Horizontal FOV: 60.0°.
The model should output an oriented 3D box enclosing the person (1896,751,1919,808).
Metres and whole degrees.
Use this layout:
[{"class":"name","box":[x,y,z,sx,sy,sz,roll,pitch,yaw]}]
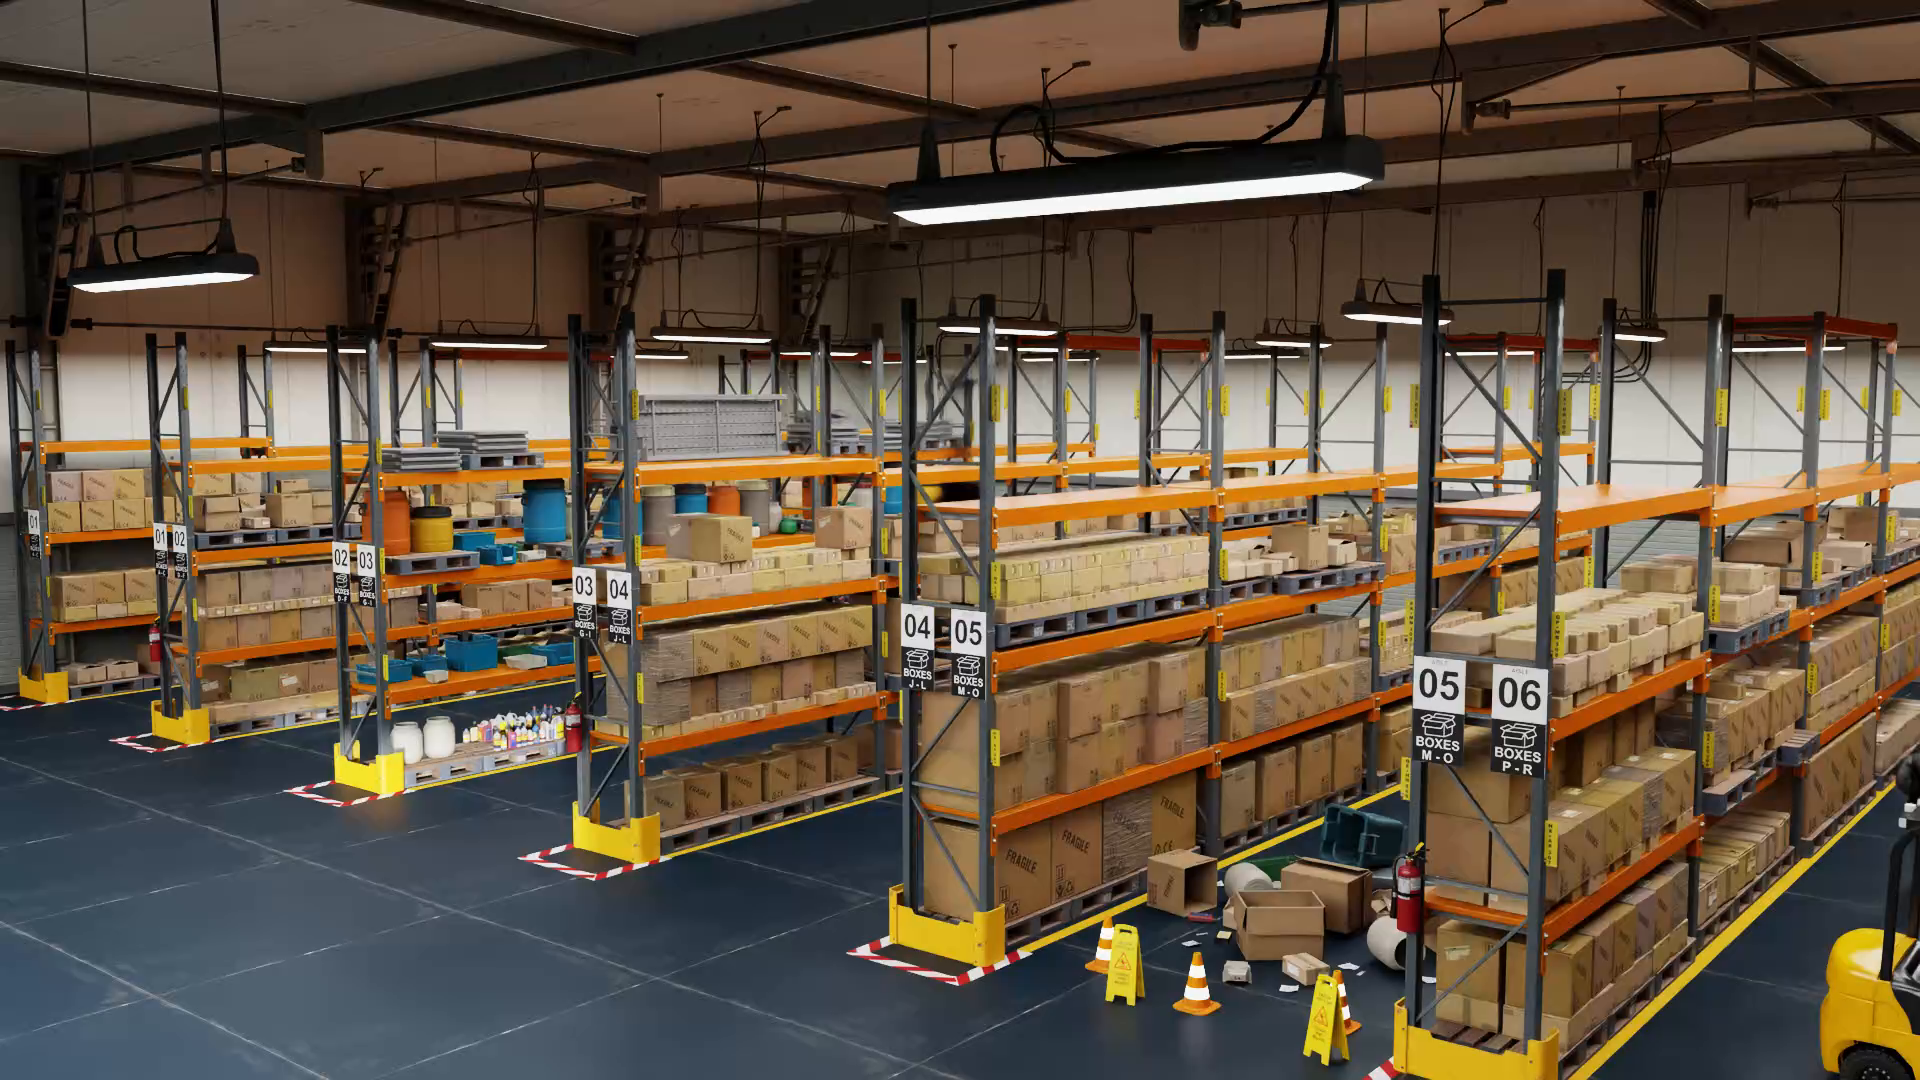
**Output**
[{"class":"person","box":[10.039,2.809,17.177,0.684,1.686,0.706,3,6,34]}]
